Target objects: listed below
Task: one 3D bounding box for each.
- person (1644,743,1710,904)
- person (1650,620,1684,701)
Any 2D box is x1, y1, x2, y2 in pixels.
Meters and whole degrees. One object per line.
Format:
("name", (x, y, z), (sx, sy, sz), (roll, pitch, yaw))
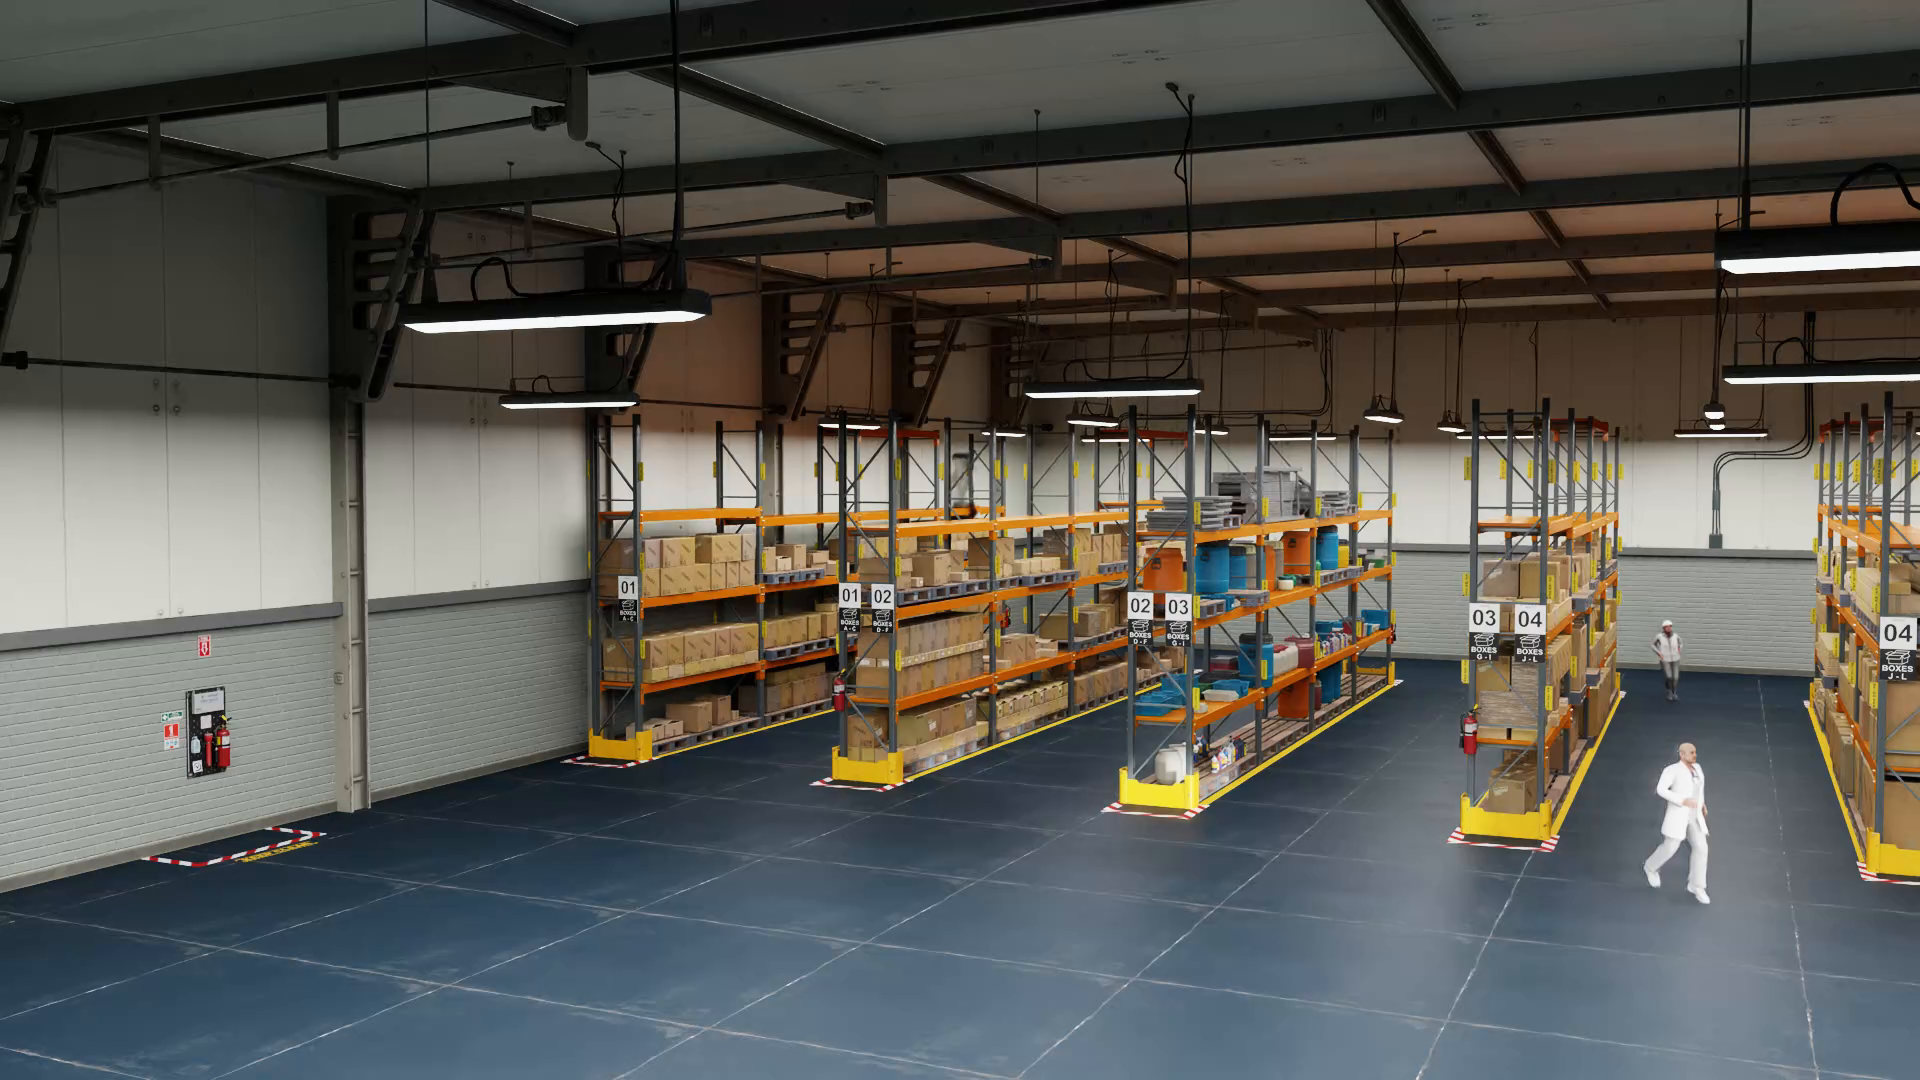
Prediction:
("person", (8.566, 3.299, 19.669), (0.750, 1.801, 1.012), (-1, 2, -16))
("person", (15.483, 2.644, 36.326), (0.662, 1.775, 0.685), (0, 2, 4))
